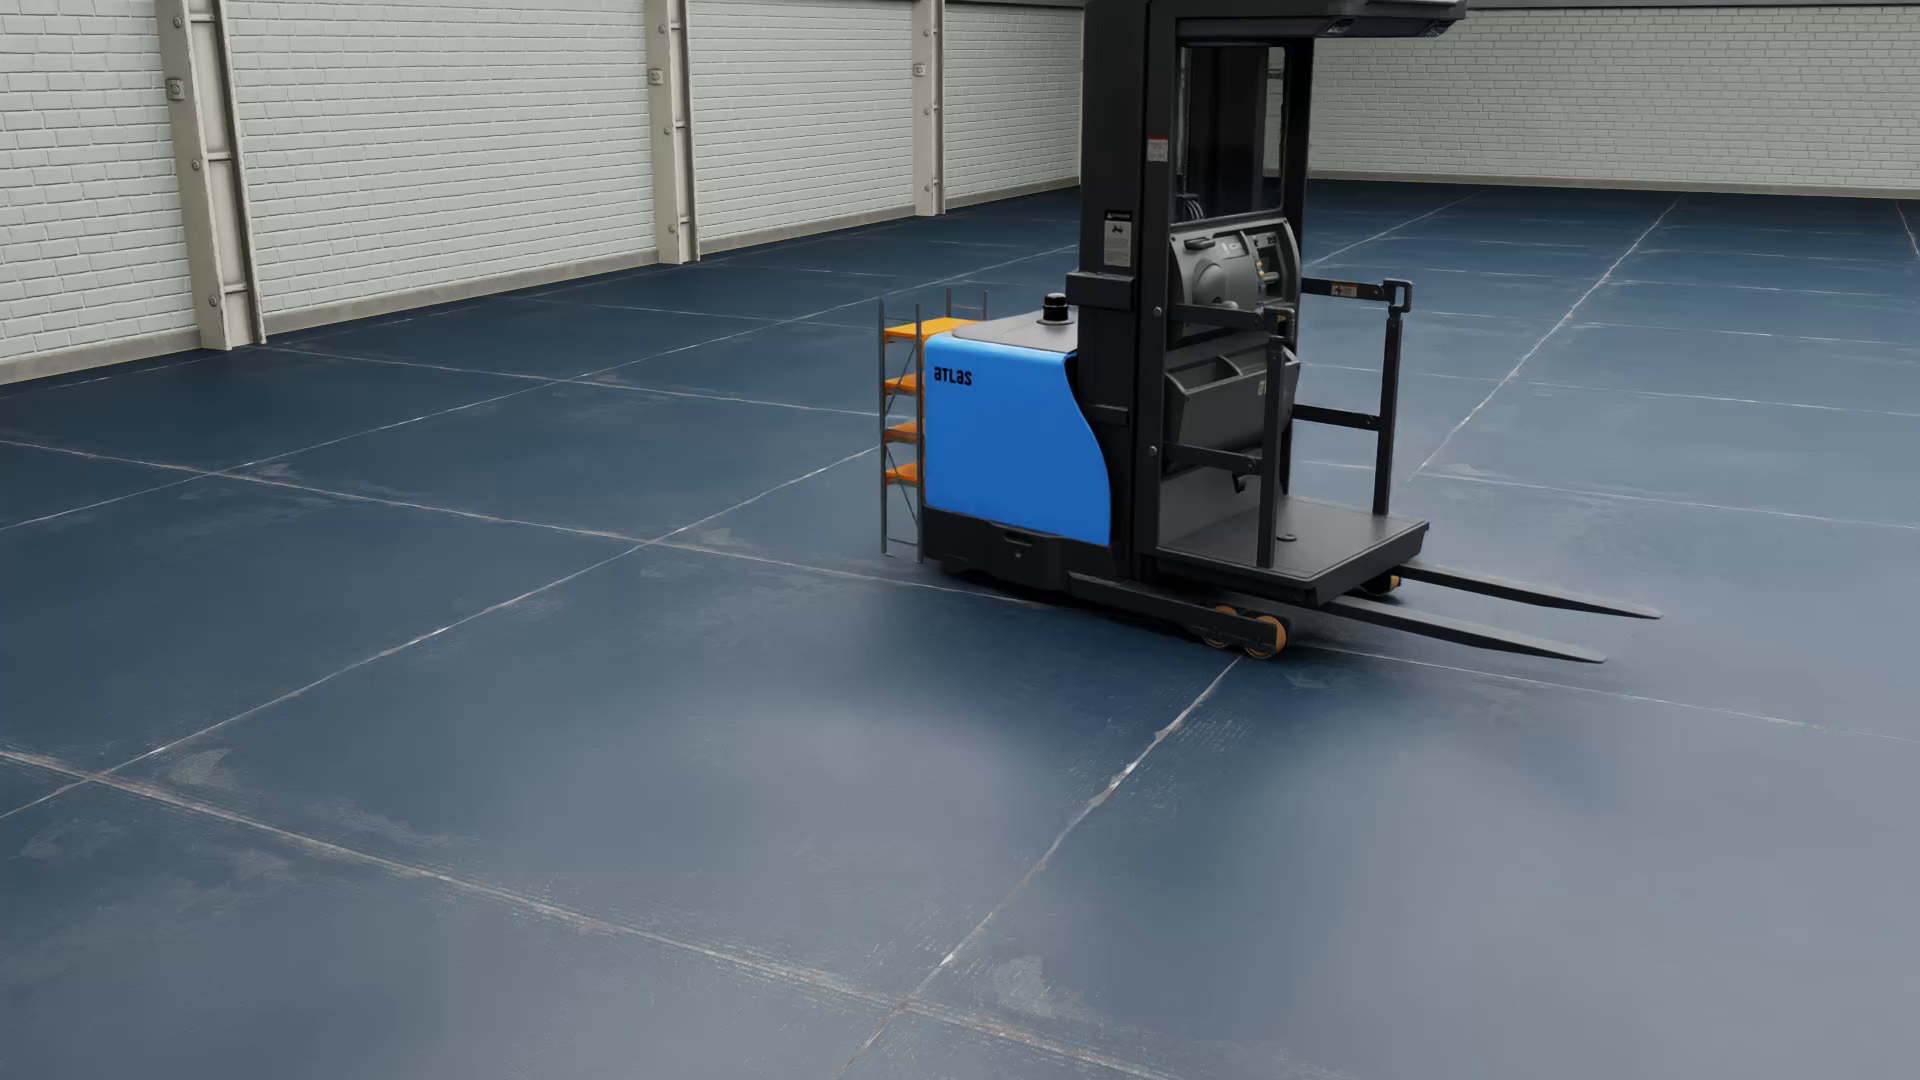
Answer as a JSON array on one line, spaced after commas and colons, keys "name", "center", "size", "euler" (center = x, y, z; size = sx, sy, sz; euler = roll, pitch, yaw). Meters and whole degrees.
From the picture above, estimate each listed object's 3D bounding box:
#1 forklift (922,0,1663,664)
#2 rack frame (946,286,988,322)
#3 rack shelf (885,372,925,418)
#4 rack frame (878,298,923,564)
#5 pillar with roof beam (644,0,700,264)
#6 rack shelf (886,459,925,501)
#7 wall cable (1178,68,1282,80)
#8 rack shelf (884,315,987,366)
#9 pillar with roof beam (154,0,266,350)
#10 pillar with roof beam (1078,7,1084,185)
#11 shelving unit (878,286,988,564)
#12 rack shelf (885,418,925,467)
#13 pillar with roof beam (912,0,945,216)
[{"name": "forklift", "center": [1.286, -1.112, 6.620], "size": [3.031, 2.935, 1.130], "euler": [13, 21, 38]}, {"name": "rack frame", "center": [0.033, -0.596, 7.925], "size": [0.240, 1.200, 0.015], "euler": [13, 21, 36]}, {"name": "rack shelf", "center": [-0.118, -0.692, 7.696], "size": [0.258, 0.148, 0.480], "euler": [13, 21, 36]}, {"name": "rack frame", "center": [-0.269, -0.487, 7.557], "size": [0.240, 1.200, 0.015], "euler": [13, 21, 36]}, {"name": "pillar with roof beam", "center": [0.736, -6.850, 15.282], "size": [9.100, 9.000, 0.400], "euler": [8, 18, 25]}, {"name": "rack shelf", "center": [-0.118, -0.287, 7.816], "size": [0.258, 0.148, 0.480], "euler": [13, 21, 36]}, {"name": "wall cable", "center": [4.746, -9.548, 29.819], "size": [3.097, 2.526, 0.112], "euler": [8, 18, 25]}, {"name": "rack shelf", "center": [-0.118, -0.918, 7.629], "size": [0.258, 0.148, 0.480], "euler": [13, 21, 36]}, {"name": "pillar with roof beam", "center": [-1.945, -5.322, 10.136], "size": [9.100, 9.000, 0.400], "euler": [8, 18, 25]}, {"name": "pillar with roof beam", "center": [6.098, -9.906, 25.573], "size": [9.100, 9.000, 0.400], "euler": [8, 18, 25]}, {"name": "shelving unit", "center": [-0.118, -0.542, 7.741], "size": [0.258, 1.200, 0.503], "euler": [13, 21, 36]}, {"name": "rack shelf", "center": [-0.118, -0.477, 7.760], "size": [0.258, 0.148, 0.480], "euler": [13, 21, 36]}, {"name": "pillar with roof beam", "center": [3.417, -8.378, 20.427], "size": [9.100, 9.000, 0.400], "euler": [8, 18, 25]}]
